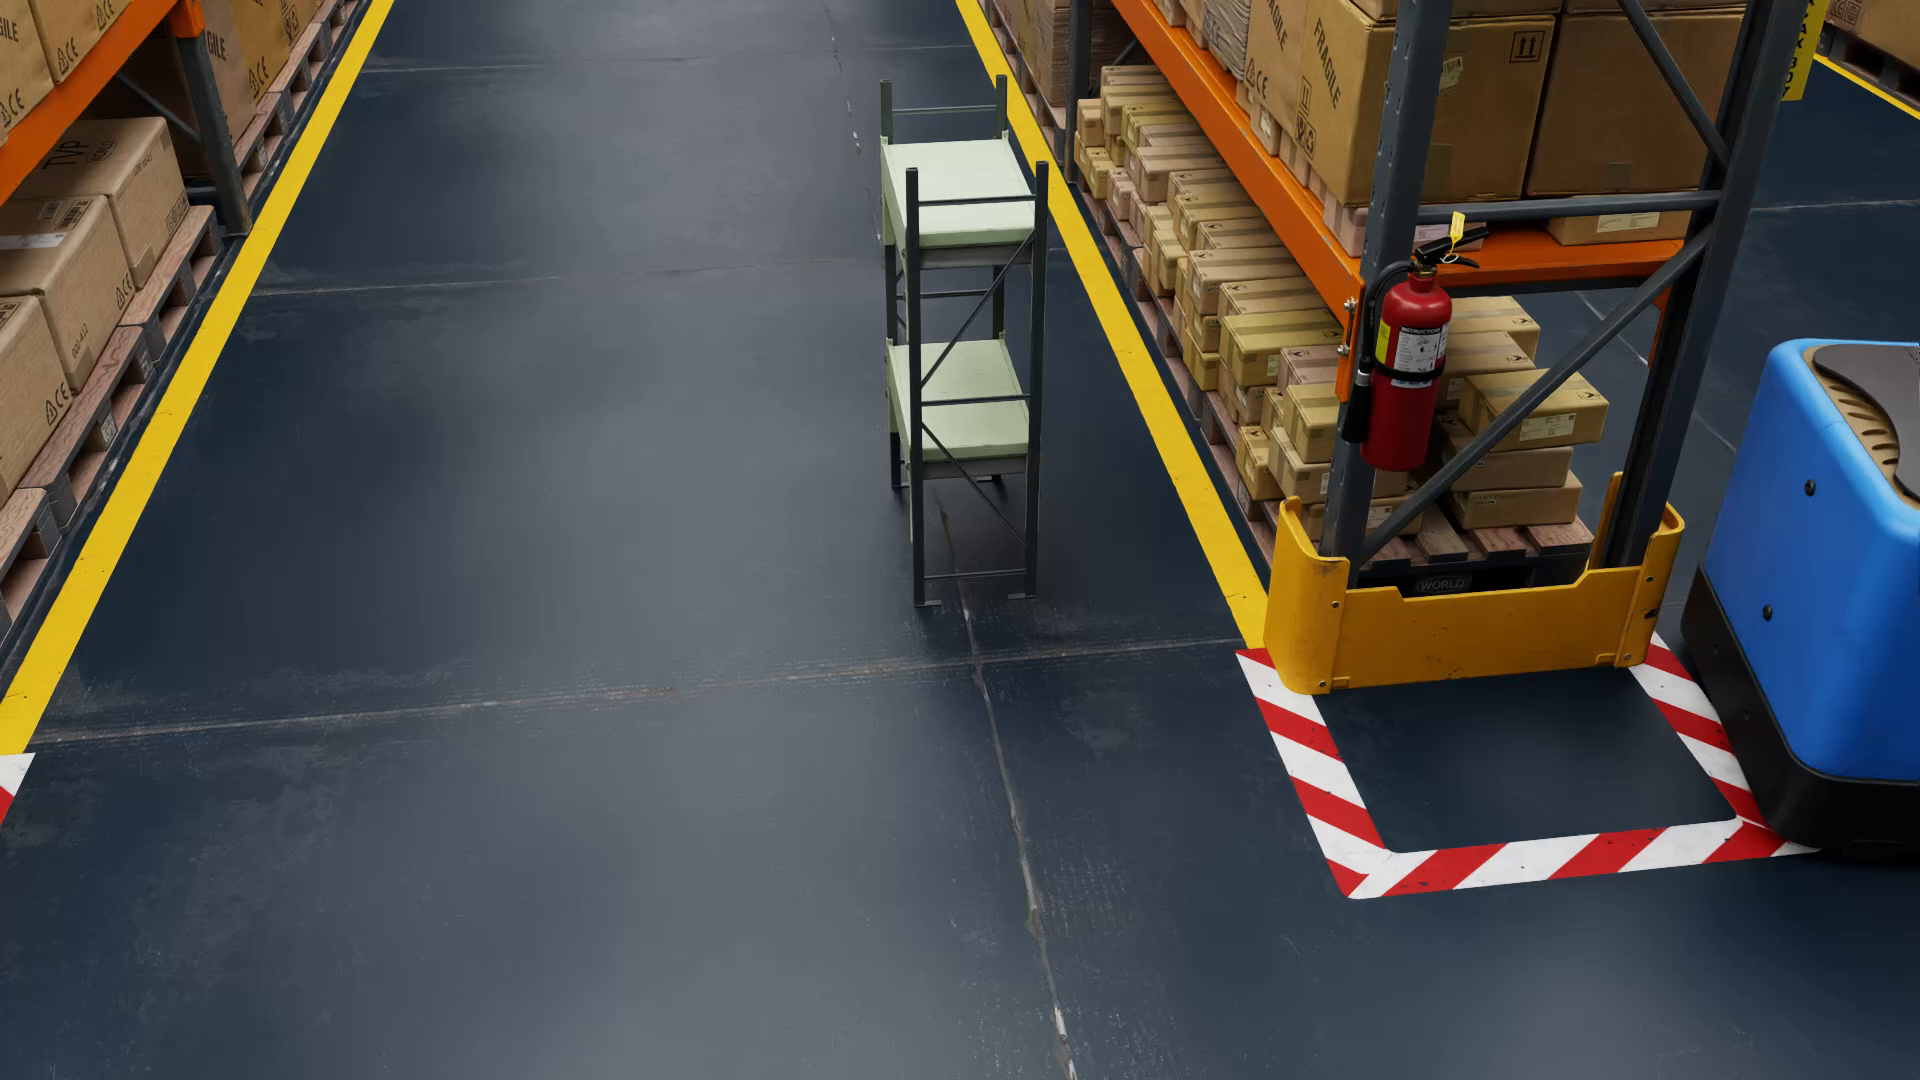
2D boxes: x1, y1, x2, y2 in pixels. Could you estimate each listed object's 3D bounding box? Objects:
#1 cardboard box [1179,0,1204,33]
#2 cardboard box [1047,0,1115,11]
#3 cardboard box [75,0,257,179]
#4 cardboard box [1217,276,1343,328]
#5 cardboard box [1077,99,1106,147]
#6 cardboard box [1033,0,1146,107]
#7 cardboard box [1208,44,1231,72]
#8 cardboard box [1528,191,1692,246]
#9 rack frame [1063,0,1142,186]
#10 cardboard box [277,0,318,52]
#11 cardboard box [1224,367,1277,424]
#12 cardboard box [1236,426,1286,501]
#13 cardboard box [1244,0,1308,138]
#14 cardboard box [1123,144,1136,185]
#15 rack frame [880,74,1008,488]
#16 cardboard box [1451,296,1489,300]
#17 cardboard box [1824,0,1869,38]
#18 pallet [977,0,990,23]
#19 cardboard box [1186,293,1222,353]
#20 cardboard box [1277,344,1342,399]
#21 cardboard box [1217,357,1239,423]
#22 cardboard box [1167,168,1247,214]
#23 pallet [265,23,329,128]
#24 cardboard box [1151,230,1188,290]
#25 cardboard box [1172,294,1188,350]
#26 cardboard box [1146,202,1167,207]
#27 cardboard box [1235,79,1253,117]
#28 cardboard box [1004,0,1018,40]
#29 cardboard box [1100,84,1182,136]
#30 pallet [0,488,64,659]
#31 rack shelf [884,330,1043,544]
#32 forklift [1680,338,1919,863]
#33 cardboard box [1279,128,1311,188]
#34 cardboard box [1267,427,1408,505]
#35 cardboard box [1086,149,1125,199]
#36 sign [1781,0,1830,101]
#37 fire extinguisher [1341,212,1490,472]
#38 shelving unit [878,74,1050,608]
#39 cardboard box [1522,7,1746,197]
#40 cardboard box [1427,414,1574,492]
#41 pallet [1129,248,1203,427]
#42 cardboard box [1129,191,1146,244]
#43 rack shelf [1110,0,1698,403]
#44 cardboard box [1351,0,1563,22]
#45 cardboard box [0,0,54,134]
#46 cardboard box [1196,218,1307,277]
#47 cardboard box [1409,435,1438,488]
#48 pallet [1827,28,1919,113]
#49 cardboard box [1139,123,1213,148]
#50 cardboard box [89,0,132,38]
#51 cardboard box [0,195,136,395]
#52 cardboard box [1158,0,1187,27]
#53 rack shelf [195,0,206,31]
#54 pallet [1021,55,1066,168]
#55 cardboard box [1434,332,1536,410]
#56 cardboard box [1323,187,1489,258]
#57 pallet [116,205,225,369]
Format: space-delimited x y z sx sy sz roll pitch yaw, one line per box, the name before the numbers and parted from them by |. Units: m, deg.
cardboard box | 1.054 -2.105 5.823 0.500 0.500 0.500 -3 34 -4
cardboard box | 0.679 -2.940 8.581 0.500 0.250 0.500 -5 35 -8
cardboard box | -4.024 -2.297 7.971 0.875 0.875 0.875 -3 34 -5
cardboard box | 1.136 -0.807 5.901 0.380 0.149 0.250 -6 35 -8
cardboard box | 0.762 -1.985 7.893 0.380 0.149 0.250 -3 34 -4
cardboard box | 0.681 -2.628 8.789 0.500 0.500 0.500 -5 35 -7
cardboard box | 1.106 -1.790 5.936 0.380 0.149 0.250 -4 34 -6
cardboard box | 1.849 -0.963 4.722 0.380 0.149 0.250 -5 35 -7
rack frame | 1.030 -3.093 7.625 1.000 3.000 0.127 -4 35 -6
cardboard box | -4.273 -3.300 9.442 0.875 0.875 0.875 -4 34 -6
cardboard box | 1.142 -0.542 5.776 0.380 0.149 0.250 -6 35 -8
cardboard box | 1.155 -0.270 5.641 0.380 0.149 0.250 -3 34 -5
cardboard box | 1.188 -1.544 4.999 0.500 0.500 0.500 -5 35 -7
cardboard box | 0.953 -1.717 7.501 0.380 0.149 0.250 -5 35 -7
rack frame | -0.050 -0.828 5.633 0.400 1.500 0.023 -4 35 -6
cardboard box | 1.655 -0.847 5.960 0.380 0.149 0.250 -6 35 -9
cardboard box | 5.731 -3.562 9.827 1.225 0.875 0.875 -6 35 -8
pallet | 0.596 -3.737 11.046 1.003 0.211 1.213 -4 35 -6
cardboard box | 1.060 -0.830 6.199 0.380 0.149 0.250 -4 34 -6
cardboard box | 1.269 -0.523 5.484 0.380 0.149 0.250 -4 34 -5
cardboard box | 1.159 -0.561 6.068 0.380 0.149 0.250 -4 34 -6
cardboard box | 1.062 -1.393 6.761 0.380 0.149 0.250 -6 35 -8
pallet | -4.207 -2.617 9.402 1.003 0.211 1.213 -4 35 -6
cardboard box | 0.979 -1.126 6.633 0.380 0.149 0.250 -4 34 -6
cardboard box | 1.046 -0.852 6.496 0.380 0.149 0.250 -4 34 -5
cardboard box | 1.000 -1.411 7.051 0.380 0.149 0.250 -3 34 -4
cardboard box | 1.135 -1.488 5.493 0.380 0.149 0.250 -6 35 -8
cardboard box | 0.547 -3.200 9.629 0.500 0.500 0.500 -5 35 -7
cardboard box | 0.849 -1.968 7.605 0.380 0.149 0.250 -3 34 -4
pallet | -3.509 0.283 5.148 1.003 0.211 1.213 -4 35 -6
rack shelf | -0.001 -0.354 5.517 0.431 0.370 0.720 -4 35 -6
forklift | 3.726 -0.555 3.962 3.031 2.935 1.130 3 34 4
cardboard box | 1.199 -1.198 5.067 0.380 0.149 0.250 -5 35 -7
cardboard box | 1.214 -0.252 5.351 0.380 0.149 0.250 -5 35 -8
cardboard box | 0.796 -1.712 7.758 0.380 0.149 0.250 -3 34 -5
sign | 2.106 -1.260 4.166 0.100 0.325 0.005 -4 35 -6
fire extinguisher | 1.144 -0.499 4.219 0.296 0.674 0.183 -4 35 -6
shelving unit | -0.001 -0.623 5.333 0.431 1.500 0.755 -4 35 -6
cardboard box | 1.781 -1.297 4.636 0.500 0.500 0.500 -3 34 -4
cardboard box | 1.752 -0.291 5.408 0.380 0.149 0.250 -3 34 -4
pallet | 1.323 -0.886 6.863 1.003 0.211 1.213 -4 35 -6
cardboard box | 0.965 -1.440 7.358 0.380 0.149 0.250 -5 35 -7
rack shelf | 1.299 -1.680 6.190 1.077 0.370 4.000 -4 35 -6
cardboard box | 1.260 -1.675 4.303 0.500 0.500 0.500 -5 35 -7
cardboard box | -3.334 -1.604 5.351 0.500 0.500 0.500 -3 34 -5
cardboard box | 1.119 -1.108 6.343 0.380 0.149 0.250 -5 35 -8
cardboard box | 1.698 -0.313 5.704 0.380 0.149 0.250 -5 35 -7
pallet | 5.780 -2.685 9.502 1.003 0.211 1.213 -4 35 -6
cardboard box | 0.990 -1.687 7.192 0.380 0.149 0.250 -5 35 -8
cardboard box | -3.471 -2.177 6.192 0.500 0.500 0.500 -5 35 -8
cardboard box | -3.762 -0.918 6.336 0.875 0.438 0.875 -5 35 -8
cardboard box | 0.969 -2.075 6.354 0.380 0.149 0.250 -3 34 -4
rack shelf | -4.131 -3.480 8.832 1.077 0.370 4.000 -4 35 -6
pallet | 0.924 -2.375 9.048 1.003 0.211 1.213 -4 35 -6
cardboard box | 1.678 -0.565 5.546 0.380 0.149 0.250 -4 34 -6
cardboard box | 1.244 -0.918 4.656 0.380 0.149 0.250 -4 35 -6
pallet | -3.837 -1.079 7.146 1.003 0.211 1.213 -4 35 -6
